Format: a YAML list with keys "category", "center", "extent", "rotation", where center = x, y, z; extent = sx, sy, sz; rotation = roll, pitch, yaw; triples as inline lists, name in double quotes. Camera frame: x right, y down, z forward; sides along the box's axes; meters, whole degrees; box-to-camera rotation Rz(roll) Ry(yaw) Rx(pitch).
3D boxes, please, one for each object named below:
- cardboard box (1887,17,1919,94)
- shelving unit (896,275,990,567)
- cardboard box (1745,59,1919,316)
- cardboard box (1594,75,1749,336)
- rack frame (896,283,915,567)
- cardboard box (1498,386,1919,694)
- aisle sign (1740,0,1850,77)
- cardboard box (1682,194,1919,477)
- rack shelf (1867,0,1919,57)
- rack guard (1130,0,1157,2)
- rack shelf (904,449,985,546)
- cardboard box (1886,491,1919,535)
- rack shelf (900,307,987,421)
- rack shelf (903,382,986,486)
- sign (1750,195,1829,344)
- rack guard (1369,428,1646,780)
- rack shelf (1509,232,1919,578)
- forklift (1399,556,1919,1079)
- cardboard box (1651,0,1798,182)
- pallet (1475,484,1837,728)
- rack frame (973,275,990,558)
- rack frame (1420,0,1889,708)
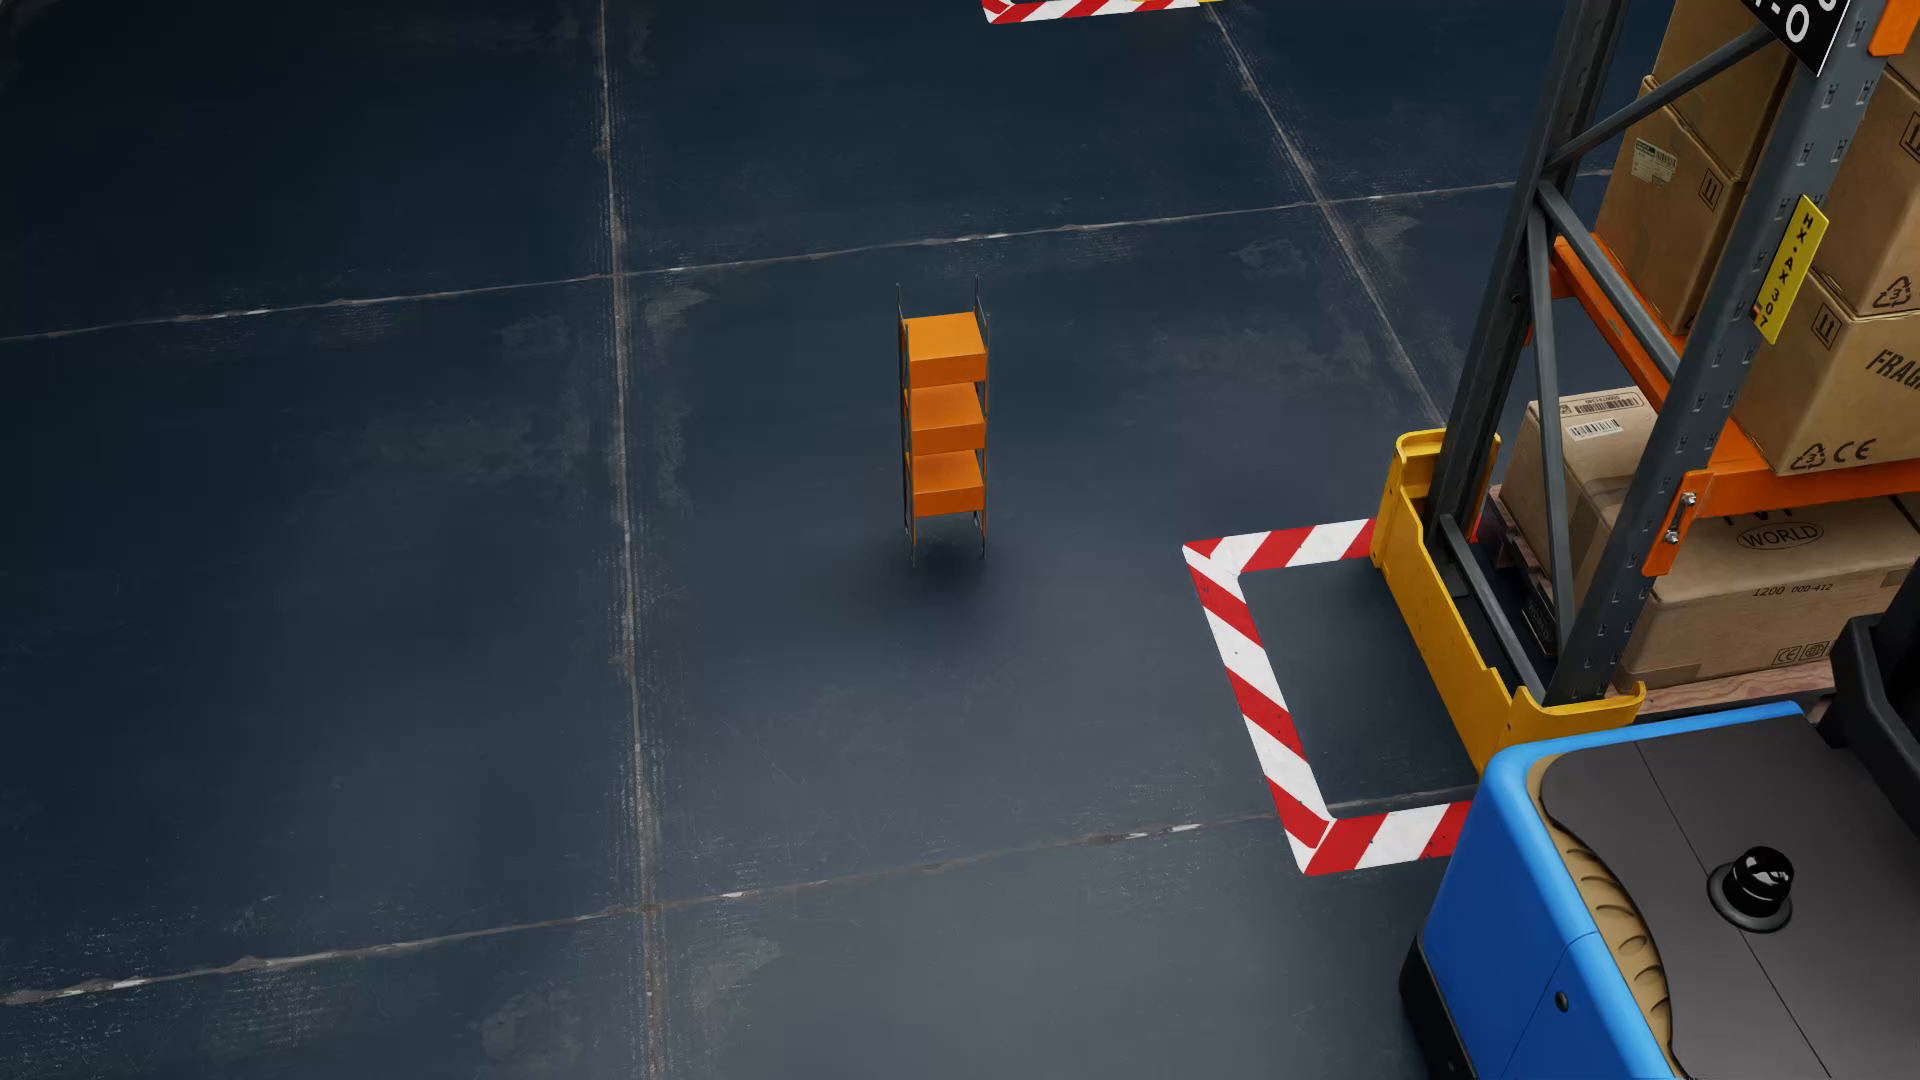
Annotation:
- category: "cardboard box"
  center: [2.083, -1.097, 3.509]
  extent: [0.250, 0.149, 0.380]
  rotation: [-6, 46, -6]
- category: "shelving unit"
  center: [-0.053, -0.358, 5.366]
  extent: [0.252, 1.050, 0.215]
  rotation: [-7, 46, -7]
- category: "cardboard box"
  center: [2.208, -0.881, 3.752]
  extent: [0.500, 0.500, 0.500]
  rotation: [-8, 47, -8]
- category: "cardboard box"
  center: [2.116, -0.925, 4.488]
  extent: [0.500, 0.500, 0.500]
  rotation: [-7, 46, -7]
- category: "rack frame"
  center: [-0.173, -0.343, 5.351]
  extent: [0.008, 1.050, 0.200]
  rotation: [-7, 46, -7]
- category: "cardboard box"
  center: [2.319, -0.052, 5.204]
  extent: [0.875, 0.438, 0.875]
  rotation: [-9, 47, -8]
- category: "aisle sign"
  center: [1.665, -1.330, 3.143]
  extent: [0.004, 0.787, 0.394]
  rotation: [-7, 46, -7]
- category: "cardboard box"
  center: [2.208, -0.533, 4.111]
  extent: [0.500, 0.500, 0.500]
  rotation: [-7, 47, -7]
- category: "rack shelf"
  center: [3.657, -1.680, 3.702]
  extent: [4.000, 0.370, 1.077]
  rotation: [-7, 46, -7]
- category: "rack guard"
  center: [0.911, -3.307, 8.589]
  extent: [0.348, 0.500, 1.175]
  rotation: [-7, 46, -7]
- category: "rack shelf"
  center: [-0.053, -0.158, 5.573]
  extent: [0.240, 0.259, 0.215]
  rotation: [-7, 46, -7]
- category: "cardboard box"
  center: [3.220, -0.170, 5.318]
  extent: [0.875, 0.438, 0.875]
  rotation: [-6, 46, -6]
- category: "rack shelf"
  center: [-0.053, -0.547, 5.169]
  extent: [0.240, 0.259, 0.215]
  rotation: [-7, 46, -7]
- category: "rack shelf"
  center: [-0.053, -0.350, 5.373]
  extent: [0.240, 0.259, 0.215]
  rotation: [-7, 46, -7]
- category: "sign"
  center: [1.775, -0.576, 3.566]
  extent: [0.005, 0.325, 0.100]
  rotation: [-7, 46, -7]
- category: "rack guard"
  center: [1.662, 0.227, 5.184]
  extent: [0.348, 0.500, 1.175]
  rotation: [-7, 46, -7]
- category: "rack shelf"
  center: [3.657, -0.639, 4.782]
  extent: [4.000, 0.370, 1.077]
  rotation: [-7, 46, -7]
- category: "forklift"
  center: [2.753, 0.350, 3.378]
  extent: [3.031, 2.935, 1.130]
  rotation: [-8, 47, -8]
- category: "cardboard box"
  center: [2.120, -1.253, 4.110]
  extent: [0.500, 0.500, 0.500]
  rotation: [-6, 46, -5]
- category: "pallet"
  center: [2.461, 0.171, 5.439]
  extent: [1.213, 0.211, 1.003]
  rotation: [-7, 46, -7]
- category: "rack frame"
  center: [0.067, -0.373, 5.380]
  extent: [0.008, 1.050, 0.200]
  rotation: [-7, 46, -7]
- category: "rack frame"
  center: [1.686, -0.643, 4.286]
  extent: [0.127, 3.000, 1.000]
  rotation: [-7, 46, -7]
